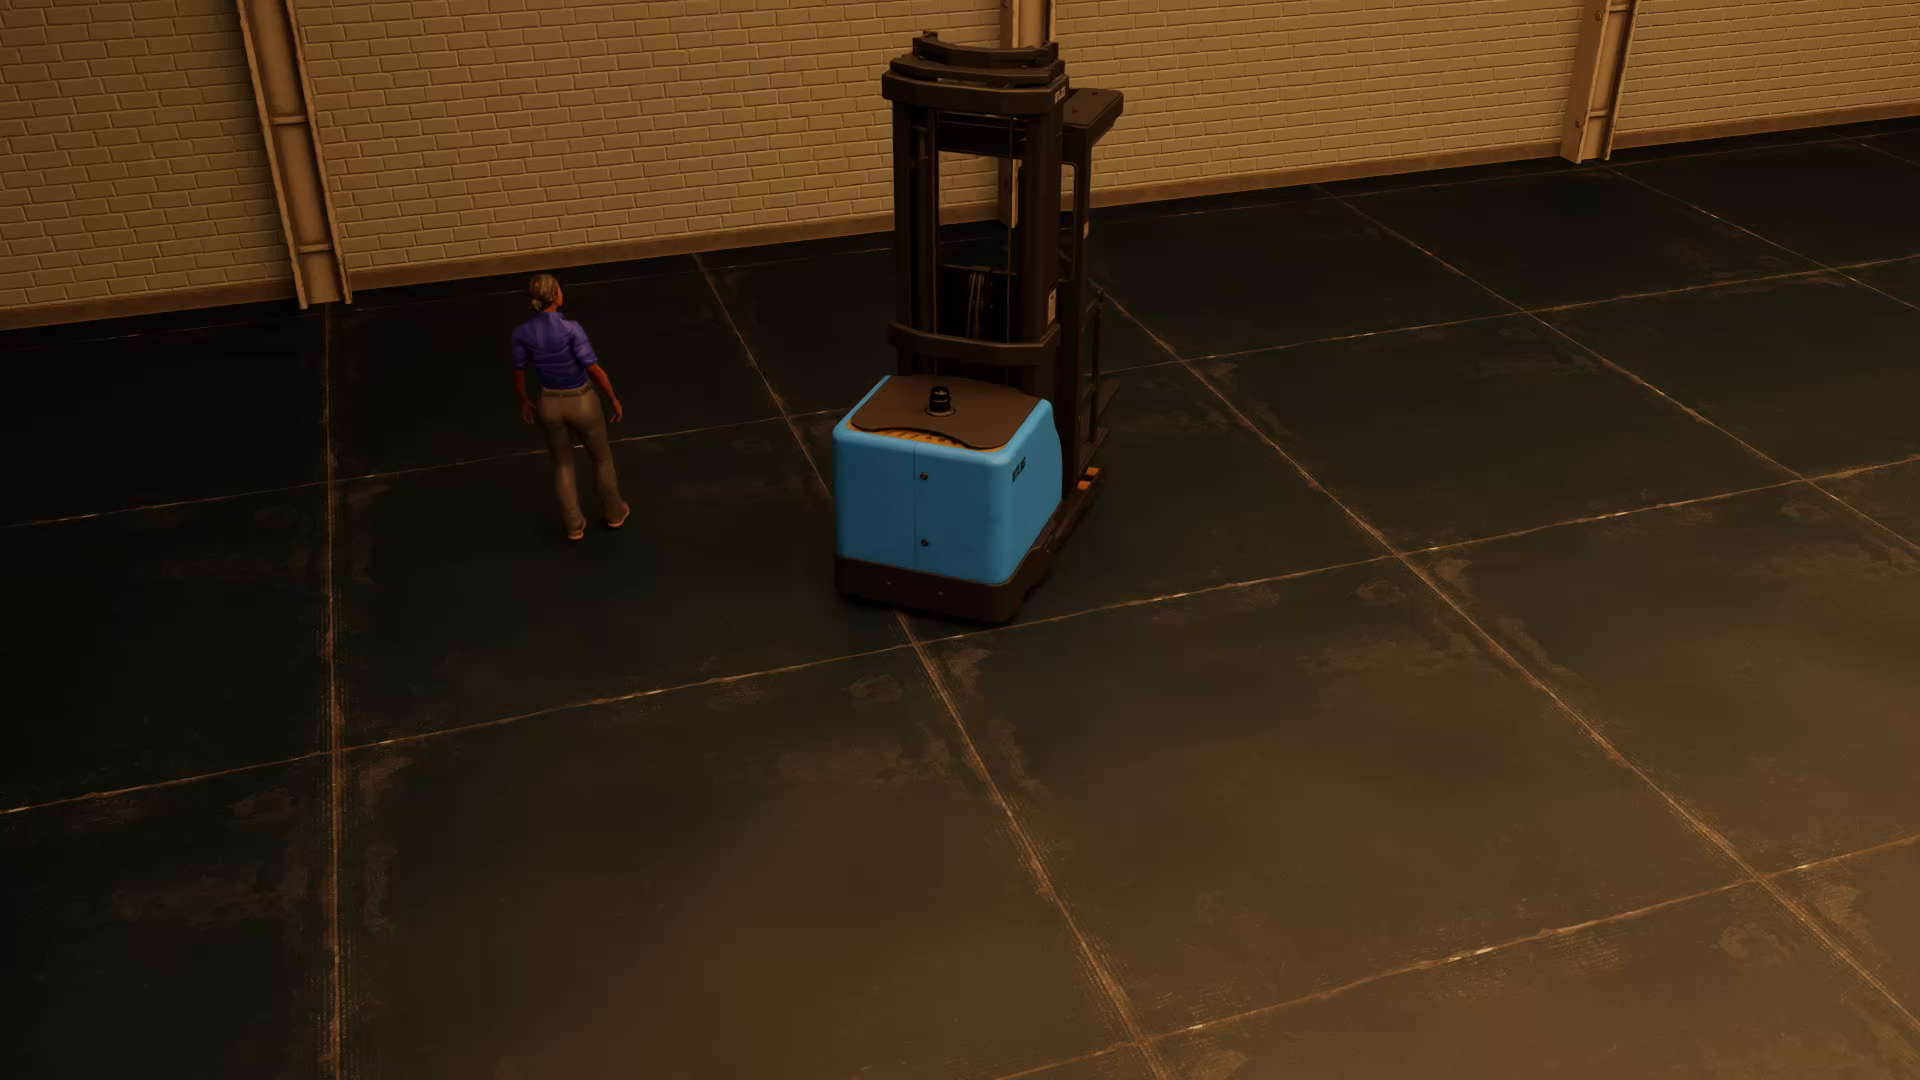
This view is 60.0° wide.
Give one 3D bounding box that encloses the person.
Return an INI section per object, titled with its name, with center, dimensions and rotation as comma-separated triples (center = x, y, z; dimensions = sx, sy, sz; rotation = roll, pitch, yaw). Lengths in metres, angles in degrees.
[person]
center = -2.280, -0.807, 9.770
dimensions = 0.611, 1.657, 0.477
rotation = 1, 30, 2

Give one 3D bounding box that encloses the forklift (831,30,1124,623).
[forklift]
center = 0.275, -1.538, 9.760
dimensions = 1.130, 2.935, 3.031
rotation = 10, 31, 17
